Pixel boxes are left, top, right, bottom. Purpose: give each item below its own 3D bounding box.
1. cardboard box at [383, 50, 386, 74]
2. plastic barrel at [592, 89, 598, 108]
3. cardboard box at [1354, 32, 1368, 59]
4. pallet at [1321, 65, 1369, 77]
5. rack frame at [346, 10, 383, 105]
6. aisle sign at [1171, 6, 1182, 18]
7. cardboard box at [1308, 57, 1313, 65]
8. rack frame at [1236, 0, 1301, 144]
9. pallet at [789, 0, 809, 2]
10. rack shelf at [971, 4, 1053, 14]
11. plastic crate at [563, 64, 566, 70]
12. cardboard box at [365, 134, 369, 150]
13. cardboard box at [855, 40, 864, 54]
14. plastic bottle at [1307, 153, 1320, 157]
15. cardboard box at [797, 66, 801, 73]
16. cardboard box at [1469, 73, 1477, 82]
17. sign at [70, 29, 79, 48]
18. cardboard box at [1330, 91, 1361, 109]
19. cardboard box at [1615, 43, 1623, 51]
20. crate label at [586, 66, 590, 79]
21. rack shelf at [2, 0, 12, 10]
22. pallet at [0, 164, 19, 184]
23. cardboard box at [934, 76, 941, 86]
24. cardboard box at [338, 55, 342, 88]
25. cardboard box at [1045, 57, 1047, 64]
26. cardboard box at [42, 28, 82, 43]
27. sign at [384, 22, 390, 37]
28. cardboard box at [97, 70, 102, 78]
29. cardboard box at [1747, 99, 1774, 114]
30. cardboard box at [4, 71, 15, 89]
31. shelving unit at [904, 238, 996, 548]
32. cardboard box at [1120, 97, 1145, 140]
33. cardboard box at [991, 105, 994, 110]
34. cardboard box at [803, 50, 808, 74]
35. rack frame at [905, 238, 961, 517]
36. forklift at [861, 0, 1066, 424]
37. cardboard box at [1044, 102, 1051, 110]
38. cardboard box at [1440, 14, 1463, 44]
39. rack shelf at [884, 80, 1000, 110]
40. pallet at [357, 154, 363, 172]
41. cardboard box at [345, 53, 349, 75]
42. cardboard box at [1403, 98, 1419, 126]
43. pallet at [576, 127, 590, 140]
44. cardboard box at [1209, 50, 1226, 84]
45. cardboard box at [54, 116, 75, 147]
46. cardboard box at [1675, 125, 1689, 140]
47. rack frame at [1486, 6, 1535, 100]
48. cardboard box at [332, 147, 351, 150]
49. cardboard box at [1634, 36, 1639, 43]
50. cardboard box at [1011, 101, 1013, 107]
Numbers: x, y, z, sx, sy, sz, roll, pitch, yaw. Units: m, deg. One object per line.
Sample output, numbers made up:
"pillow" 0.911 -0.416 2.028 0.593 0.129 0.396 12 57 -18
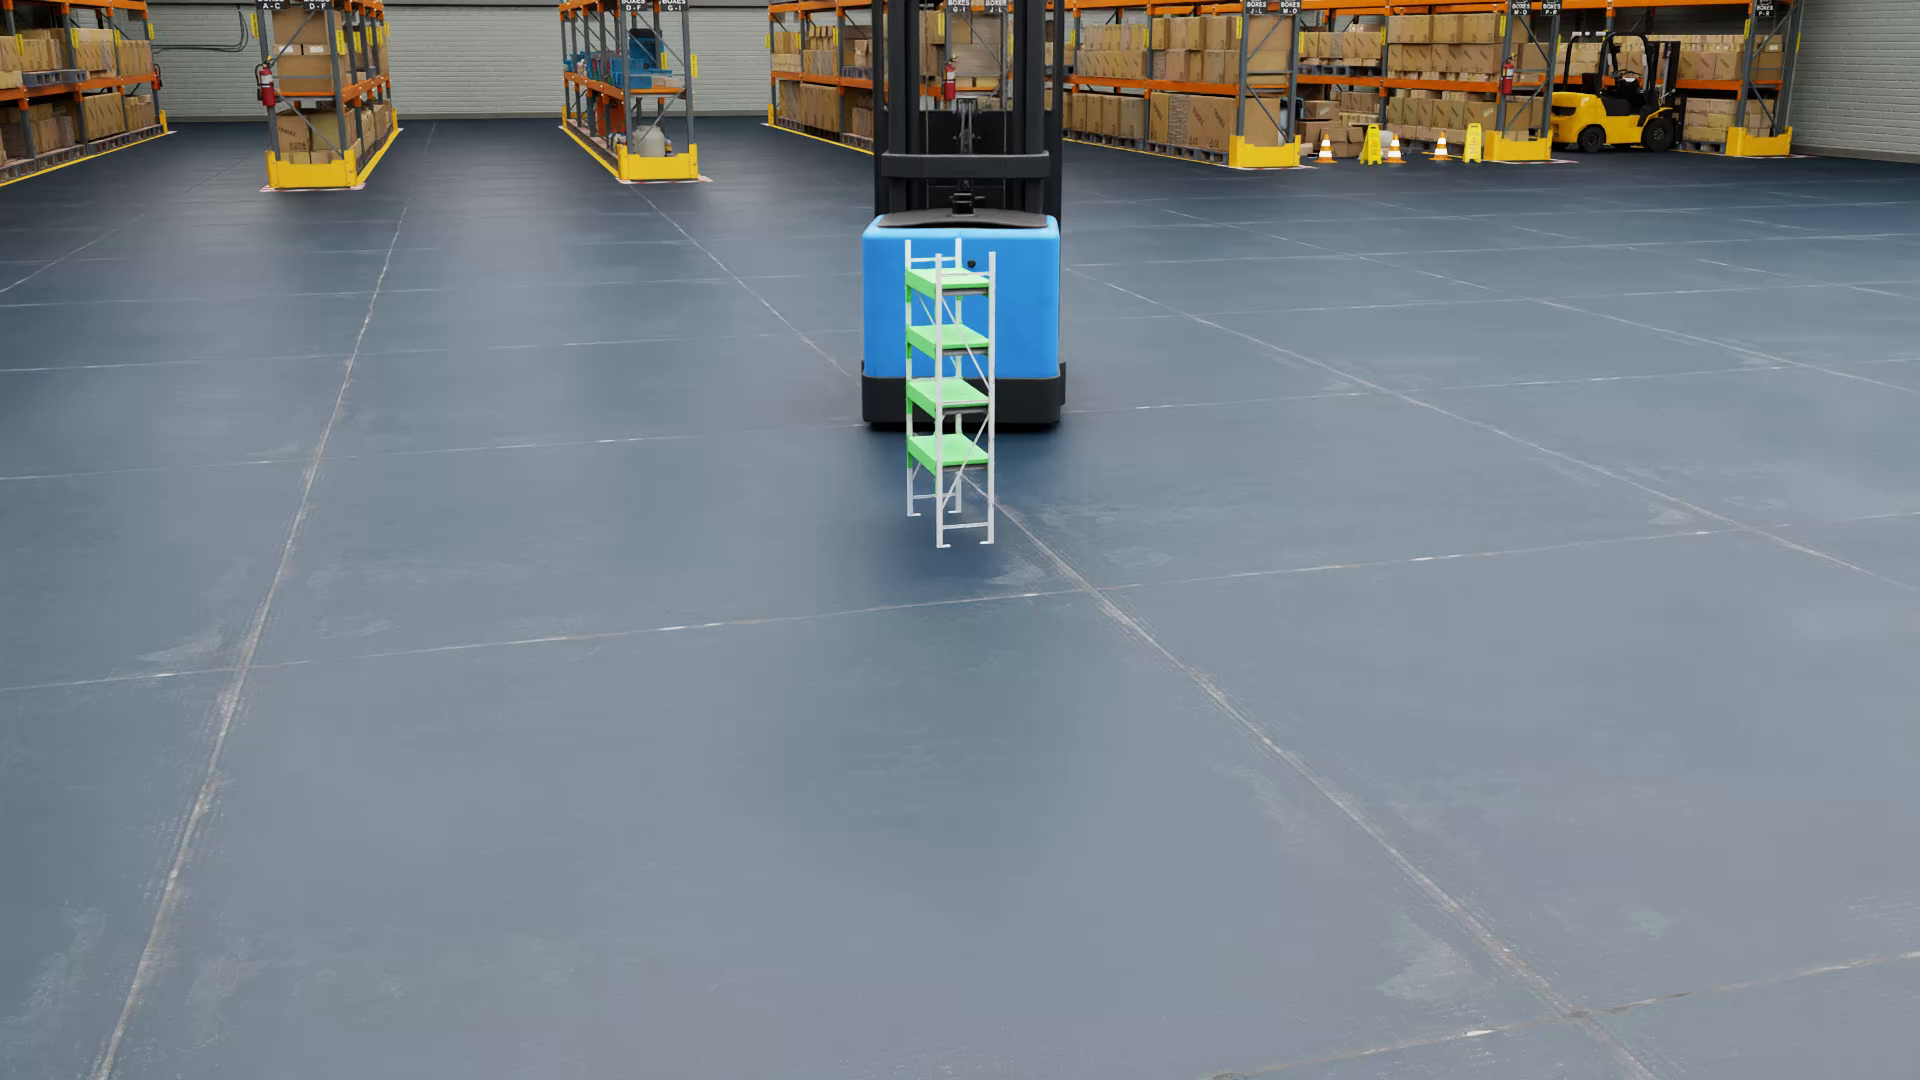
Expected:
"cardboard box" -12.868 -10.471 36.421 0.500 0.500 0.500 -5 17 -16
"plastic barrel" -7.478 -9.079 34.879 0.600 0.901 0.708 -5 17 -15
"cardboard box" 8.198 -9.831 33.044 0.500 0.500 0.500 -5 17 -15
"pallet" 8.168 -9.663 34.239 1.003 0.211 1.213 -5 17 -15
"rack frame" -12.569 -9.840 34.495 1.000 3.000 0.127 -5 17 -15
"aisle sign" 5.664 -13.801 43.164 0.394 0.787 0.004 -5 17 -15
"cardboard box" 7.571 -10.115 35.118 0.380 0.149 0.250 -6 18 -19
"rack frame" 5.051 -7.667 27.261 1.000 3.000 0.127 -5 17 -15
"pallet" -3.258 -12.243 37.436 1.003 0.211 1.213 -5 17 -15
"rack shelf" 1.204 -12.631 39.825 1.077 0.370 4.000 -5 17 -15
"plastic crate" -9.145 -11.049 38.877 0.250 0.136 0.298 -5 17 -15
"cardboard box" -10.383 -6.784 28.371 0.500 0.250 0.500 -4 17 -14
"cardboard box" -1.757 -9.618 32.854 0.500 0.500 0.500 -7 18 -22
"plastic bottle" 6.337 -6.914 29.863 0.133 0.061 0.283 -12 20 -34
"cardboard box" -3.442 -10.560 37.329 0.380 0.149 0.250 -5 17 -15
"cardboard box" 9.248 -8.186 29.427 0.380 0.149 0.250 -5 17 -16
"sign" -15.713 -8.903 29.501 0.100 0.325 0.005 -5 17 -15
"cardboard box" 10.234 -11.734 44.411 0.797 0.503 0.637 -5 18 -17
"cardboard box" 13.290 -9.835 33.180 0.380 0.149 0.250 -5 17 -16
"crate label" -6.951 -8.897 31.649 0.303 0.233 0.416 -5 17 -15
"rack shelf" -14.583 -7.773 23.651 1.077 0.370 4.000 -5 17 -15
"pallet" -14.575 -5.378 24.487 1.003 0.211 1.213 -5 17 -15
"cardboard box" -0.209 -7.379 26.740 0.380 0.149 0.250 -5 17 -15
"cardboard box" -9.816 -7.126 25.288 0.700 0.500 0.500 -4 17 -14
"cardboard box" 1.997 -10.344 35.881 0.380 0.149 0.250 -5 18 -18
"cardboard box" -16.117 -9.054 29.849 0.500 0.250 0.500 -4 17 -14
"sign" -13.130 -11.690 38.094 0.100 0.325 0.005 -5 17 -15
"cardboard box" -16.659 -8.910 31.803 0.380 0.149 0.250 -5 17 -17
"cardboard box" 14.604 -7.990 30.650 0.500 0.250 0.500 -5 17 -16
"cardboard box" -14.582 -6.926 25.022 0.500 0.250 0.500 -5 17 -15
"shelving unit" -0.045 -0.620 6.932 0.258 1.200 0.503 -5 17 -15
"cardboard box" 3.695 -8.061 31.756 1.050 0.750 0.750 -5 17 -16
"cardboard box" 0.969 -10.547 40.559 0.380 0.149 0.250 -4 17 -12
"cardboard box" -3.157 -10.523 36.595 0.500 0.500 0.500 -5 17 -15
"rack frame" -0.113 -0.688 7.157 0.240 1.200 0.015 -5 17 -15
"forklift" 0.056 -2.386 9.799 1.130 2.935 3.031 1 17 2
"cardboard box" 2.120 -9.334 36.426 0.500 0.500 0.500 -6 18 -18
"cardboard box" 9.062 -9.153 29.779 0.700 0.500 0.500 -5 17 -16
"rack shelf" -0.295 -7.511 27.994 1.077 0.370 4.000 -5 17 -15
"pallet" -10.193 -6.068 26.786 1.003 0.211 1.213 -5 17 -15
"cardboard box" -10.711 -8.034 28.310 0.500 0.500 0.500 -3 17 -11
"cardboard box" 8.745 -8.104 31.463 0.500 0.500 0.500 -4 17 -13
"pallet" -7.634 -8.678 35.475 1.003 0.211 1.213 -5 17 -15
"cardboard box" 4.733 -7.988 28.070 0.875 0.550 0.550 -5 17 -15
"cardboard box" -15.984 -7.159 29.151 0.700 0.500 0.500 -4 17 -14
"cardboard box" 13.865 -7.746 31.575 0.500 0.250 0.500 -5 17 -15
"rack frame" 12.356 -10.692 37.334 1.000 3.000 0.127 -5 17 -15
"cardboard box" -9.346 -5.709 24.792 0.500 0.250 0.500 -5 17 -15
"cardboard box" 13.495 -9.840 32.679 0.380 0.149 0.250 -5 17 -16
"cardboard box" 1.405 -10.184 38.834 0.380 0.149 0.250 -4 17 -14
